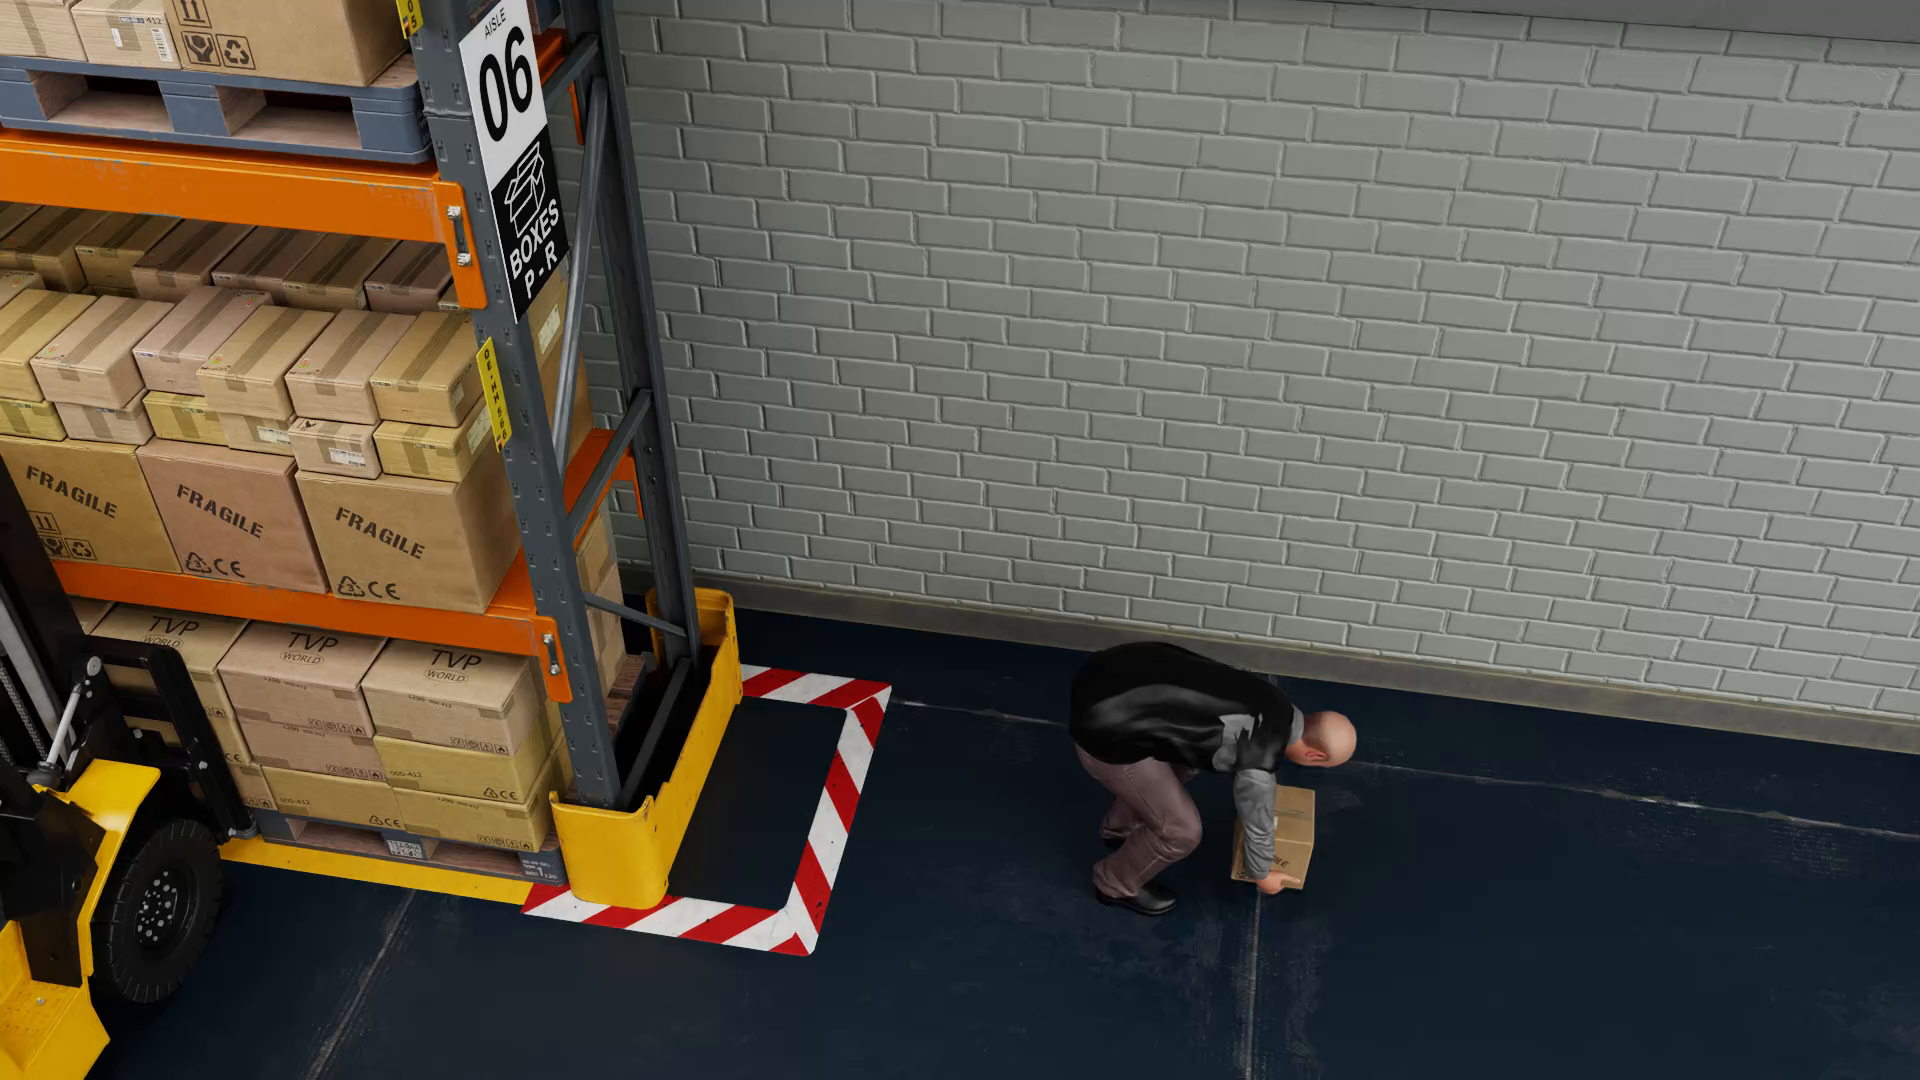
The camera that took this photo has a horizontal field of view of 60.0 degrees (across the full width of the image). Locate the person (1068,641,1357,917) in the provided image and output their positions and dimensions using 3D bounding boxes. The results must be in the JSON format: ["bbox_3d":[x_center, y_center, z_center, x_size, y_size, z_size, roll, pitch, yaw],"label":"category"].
[{"bbox_3d":[0.841,0.822,5.722,0.955,1.053,0.492,5,41,6],"label":"person"}]
